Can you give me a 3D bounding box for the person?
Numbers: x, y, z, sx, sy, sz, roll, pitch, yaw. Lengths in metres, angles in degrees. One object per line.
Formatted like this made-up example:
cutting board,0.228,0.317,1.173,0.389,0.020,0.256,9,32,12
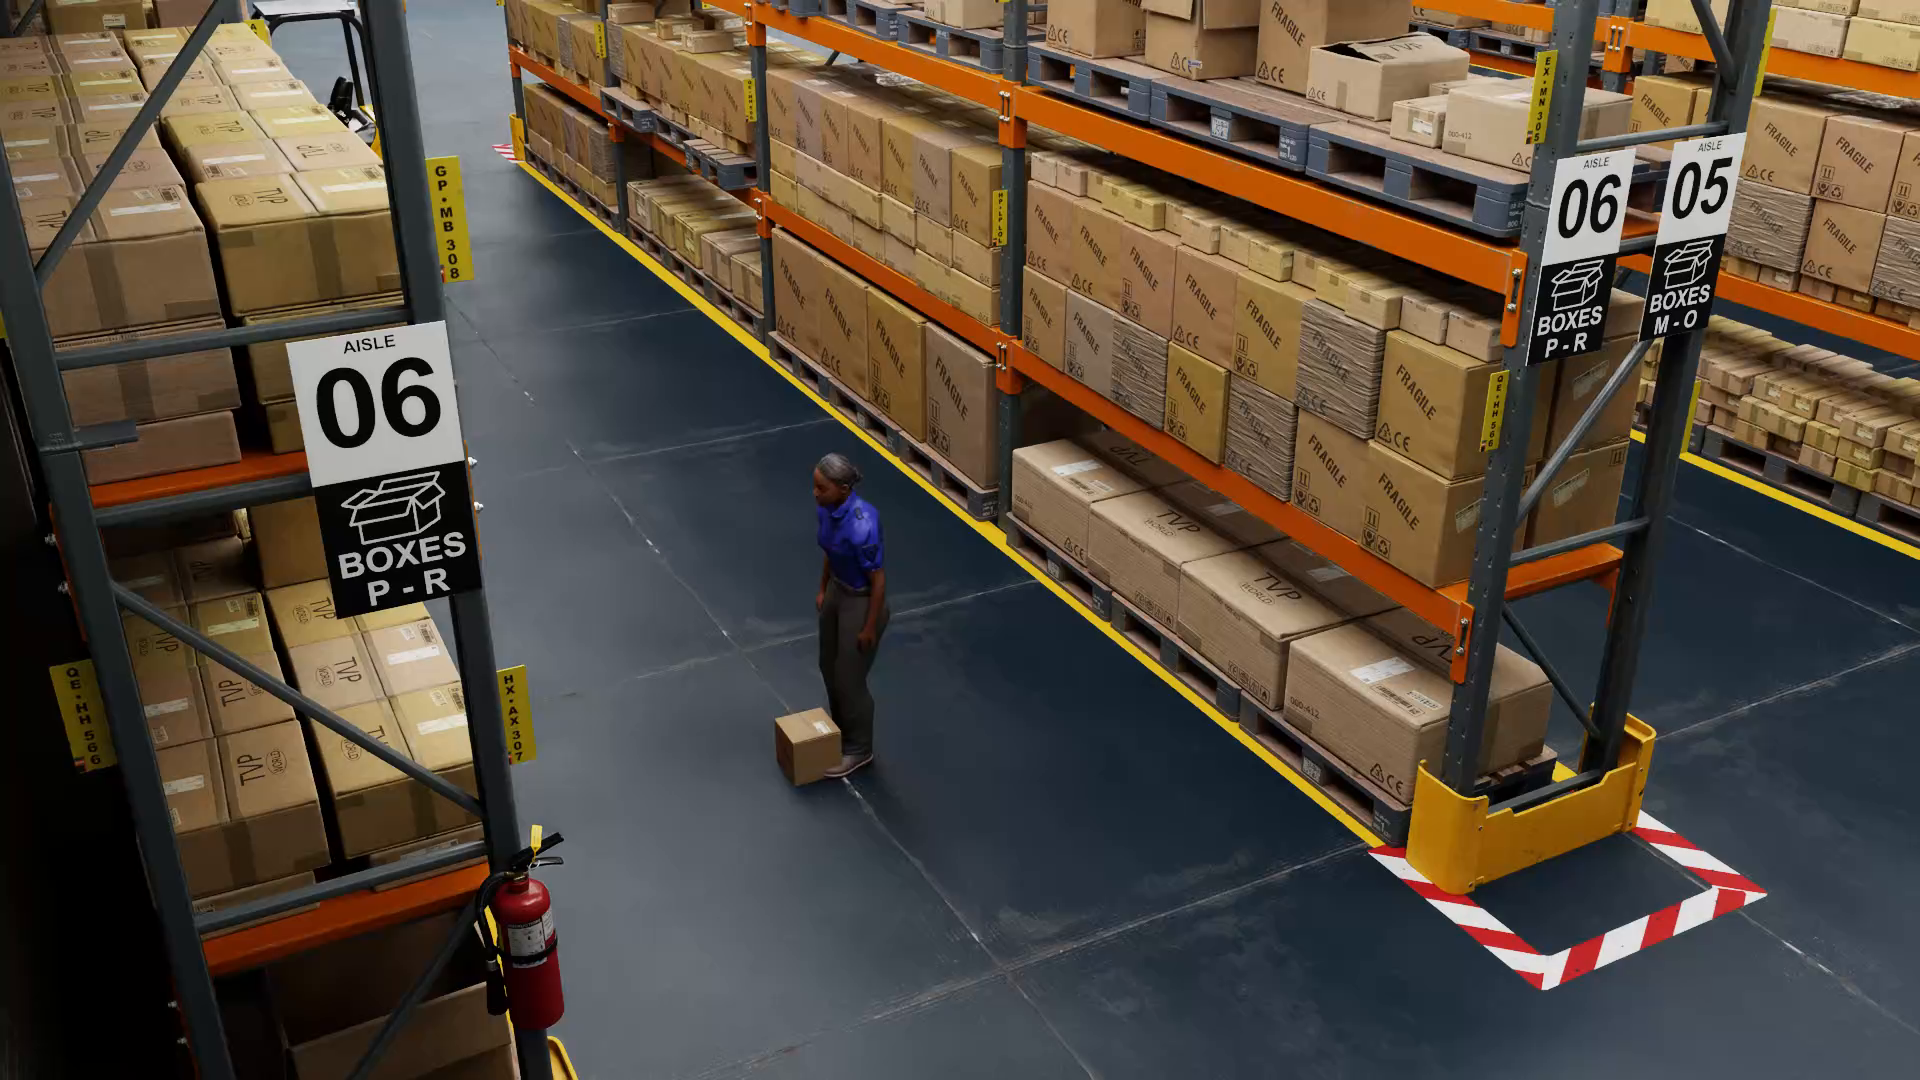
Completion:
person,-0.560,0.333,7.925,0.403,1.653,0.530,-15,29,-28
